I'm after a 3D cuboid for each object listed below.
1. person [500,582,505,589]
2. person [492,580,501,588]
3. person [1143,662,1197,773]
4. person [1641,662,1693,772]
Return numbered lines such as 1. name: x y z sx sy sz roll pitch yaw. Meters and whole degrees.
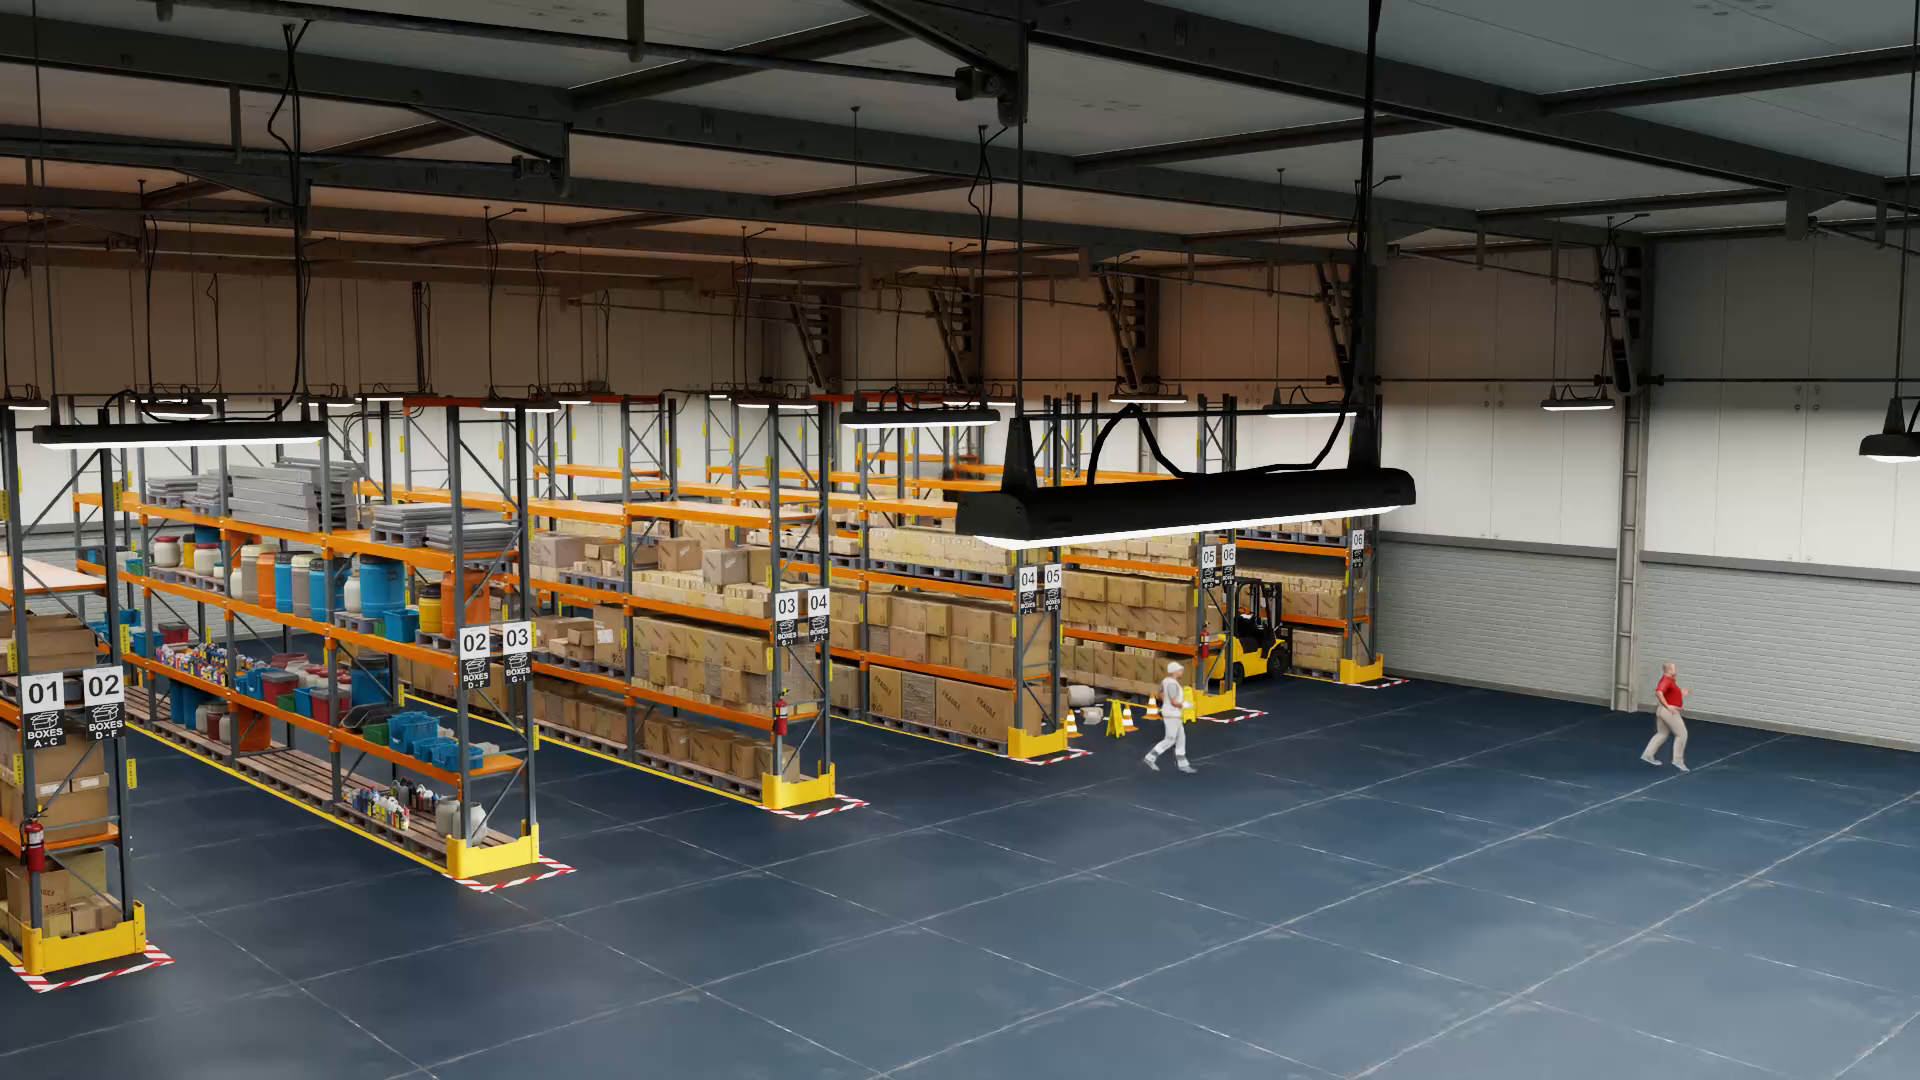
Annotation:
1. person: -10.865 1.729 39.460 0.618 1.642 0.730 1 6 10
2. person: -10.802 1.741 38.654 0.735 1.732 0.520 -1 6 -8
3. person: 3.381 2.853 26.707 0.880 1.803 0.683 0 6 1
4. person: 11.479 2.907 26.962 0.765 1.718 0.643 1 6 6
